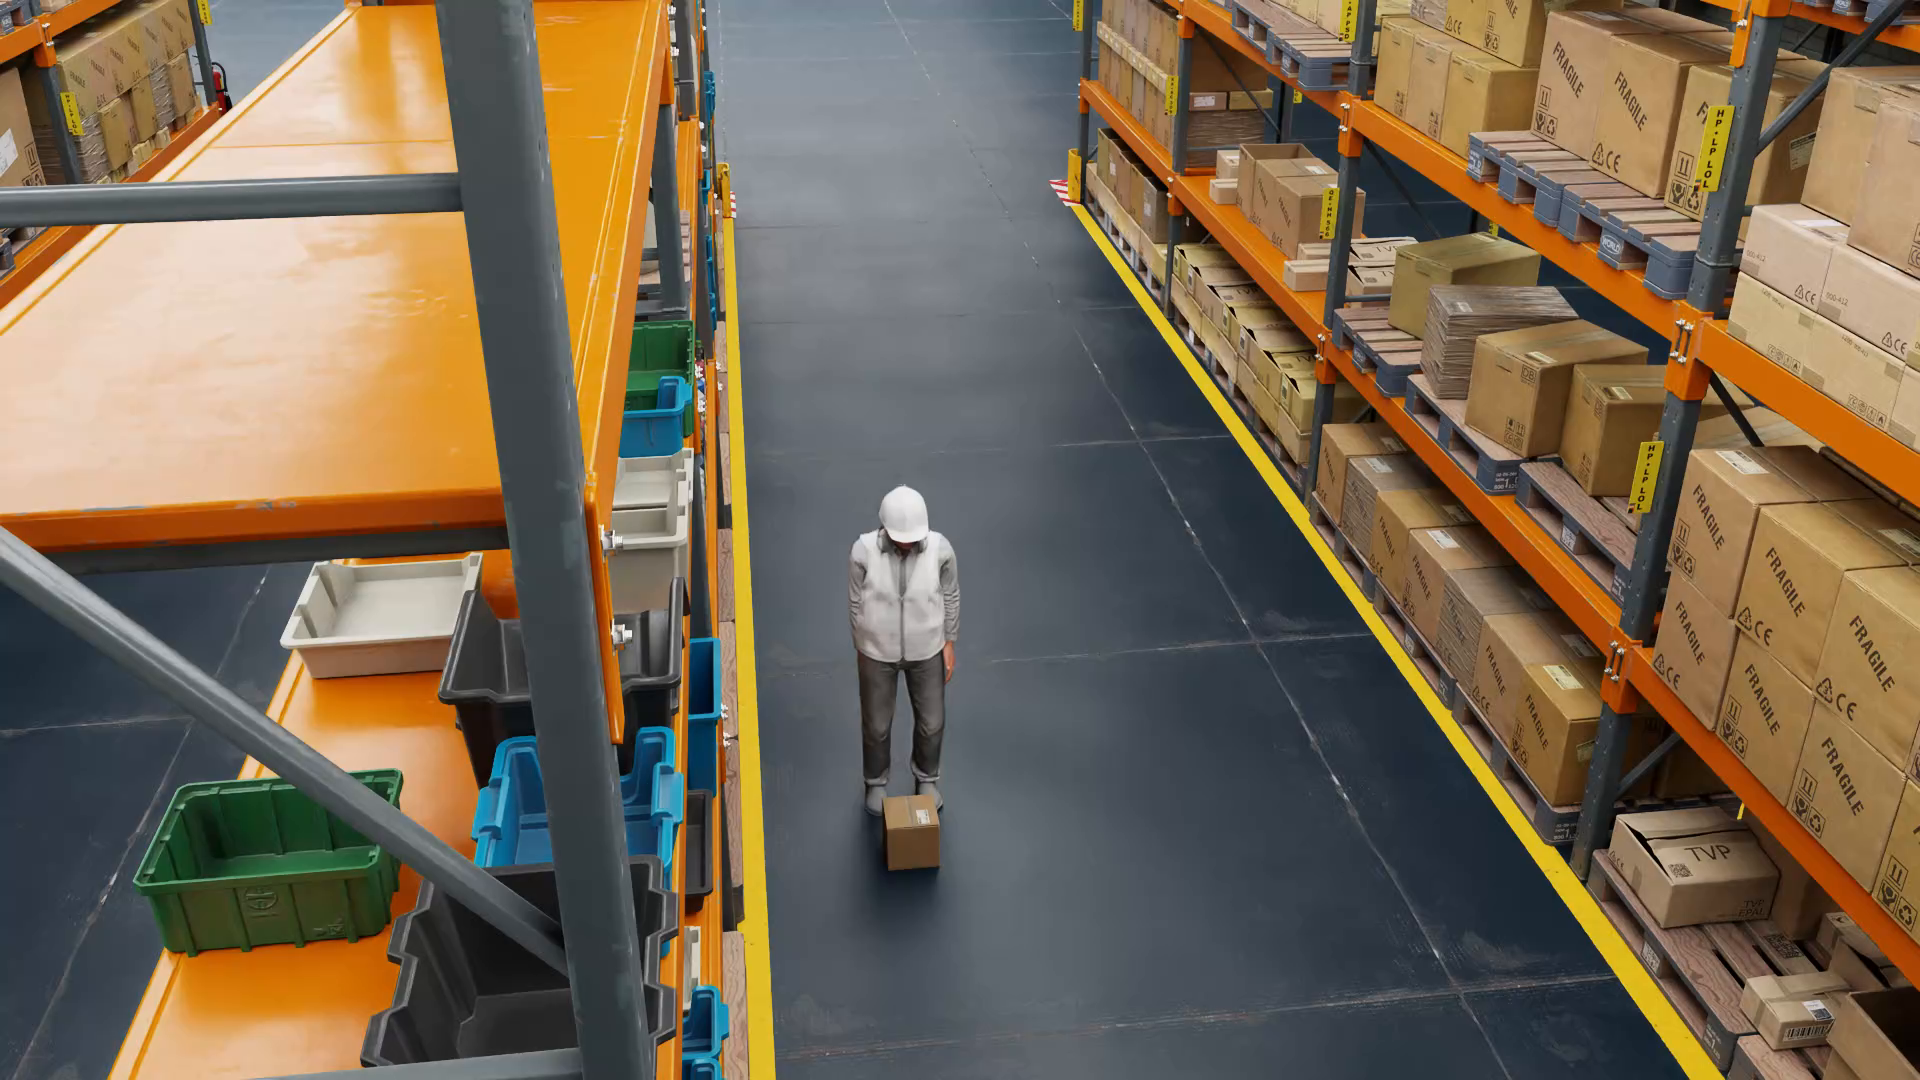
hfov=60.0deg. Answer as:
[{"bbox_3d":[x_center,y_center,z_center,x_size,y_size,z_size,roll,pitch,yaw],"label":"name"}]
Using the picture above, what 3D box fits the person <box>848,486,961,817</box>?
[{"bbox_3d":[-0.263,0.527,8.068,0.540,1.760,0.389,-3,27,-6],"label":"person"}]
